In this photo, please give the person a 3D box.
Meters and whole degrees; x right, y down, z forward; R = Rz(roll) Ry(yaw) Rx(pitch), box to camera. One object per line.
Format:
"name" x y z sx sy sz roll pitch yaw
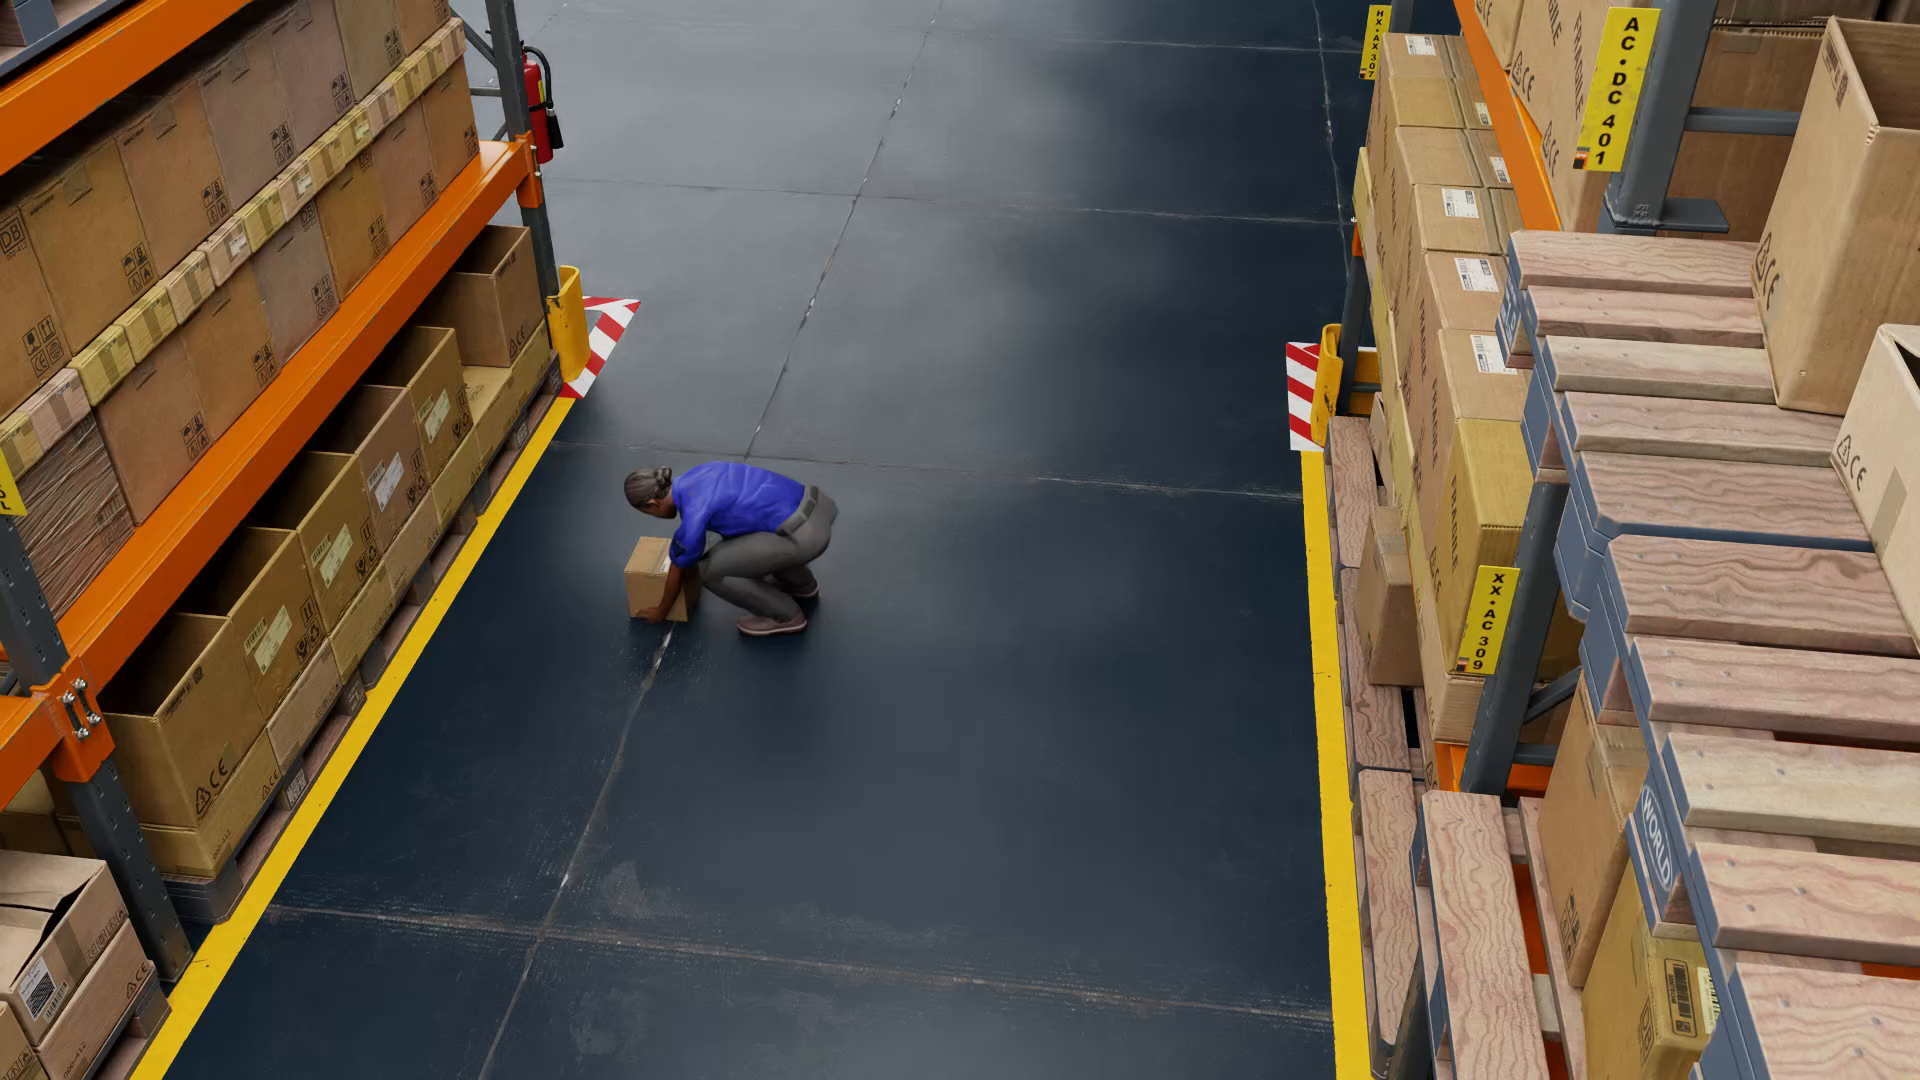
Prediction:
"person" -0.938 0.005 6.942 0.855 0.746 0.457 4 36 5
